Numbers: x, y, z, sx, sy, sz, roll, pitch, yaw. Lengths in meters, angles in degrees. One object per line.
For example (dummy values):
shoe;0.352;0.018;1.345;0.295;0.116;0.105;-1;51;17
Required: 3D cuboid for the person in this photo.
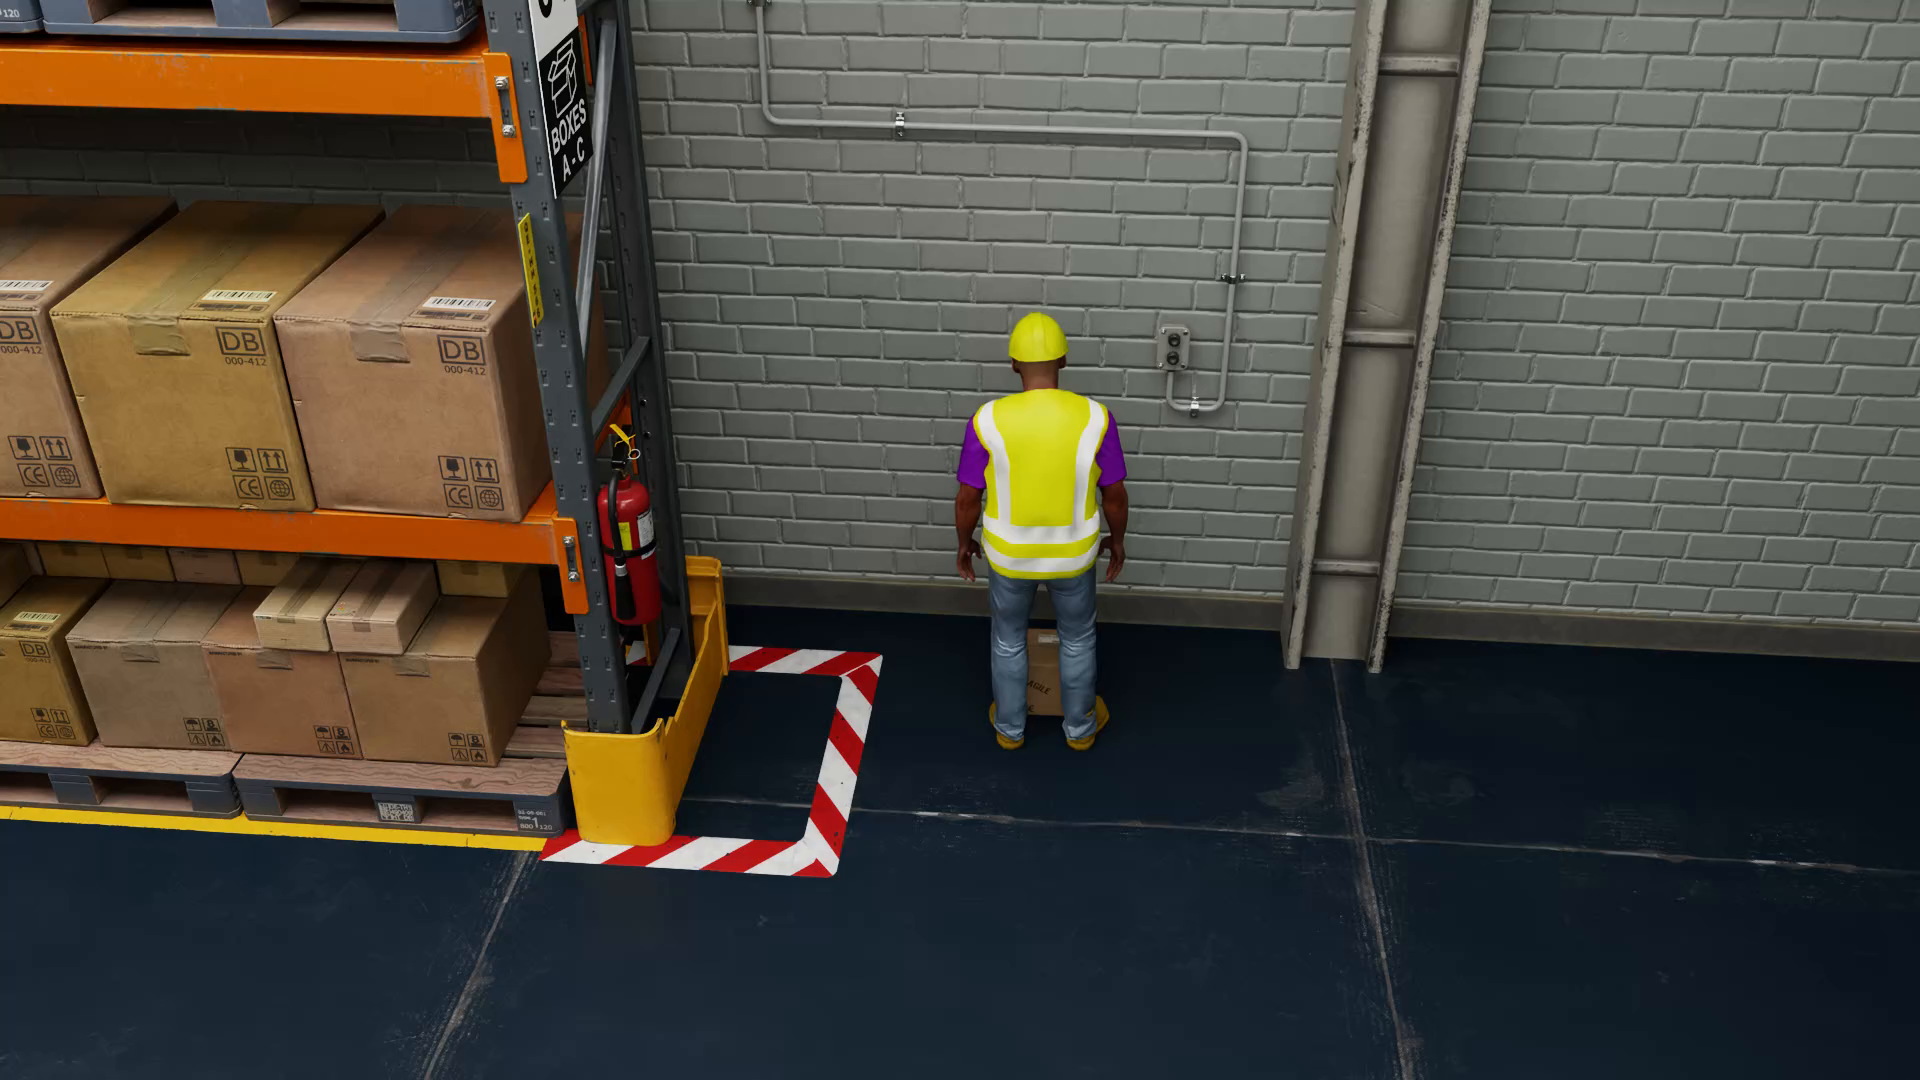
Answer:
person;0.297;0.009;6.106;0.629;1.759;0.460;1;32;1
